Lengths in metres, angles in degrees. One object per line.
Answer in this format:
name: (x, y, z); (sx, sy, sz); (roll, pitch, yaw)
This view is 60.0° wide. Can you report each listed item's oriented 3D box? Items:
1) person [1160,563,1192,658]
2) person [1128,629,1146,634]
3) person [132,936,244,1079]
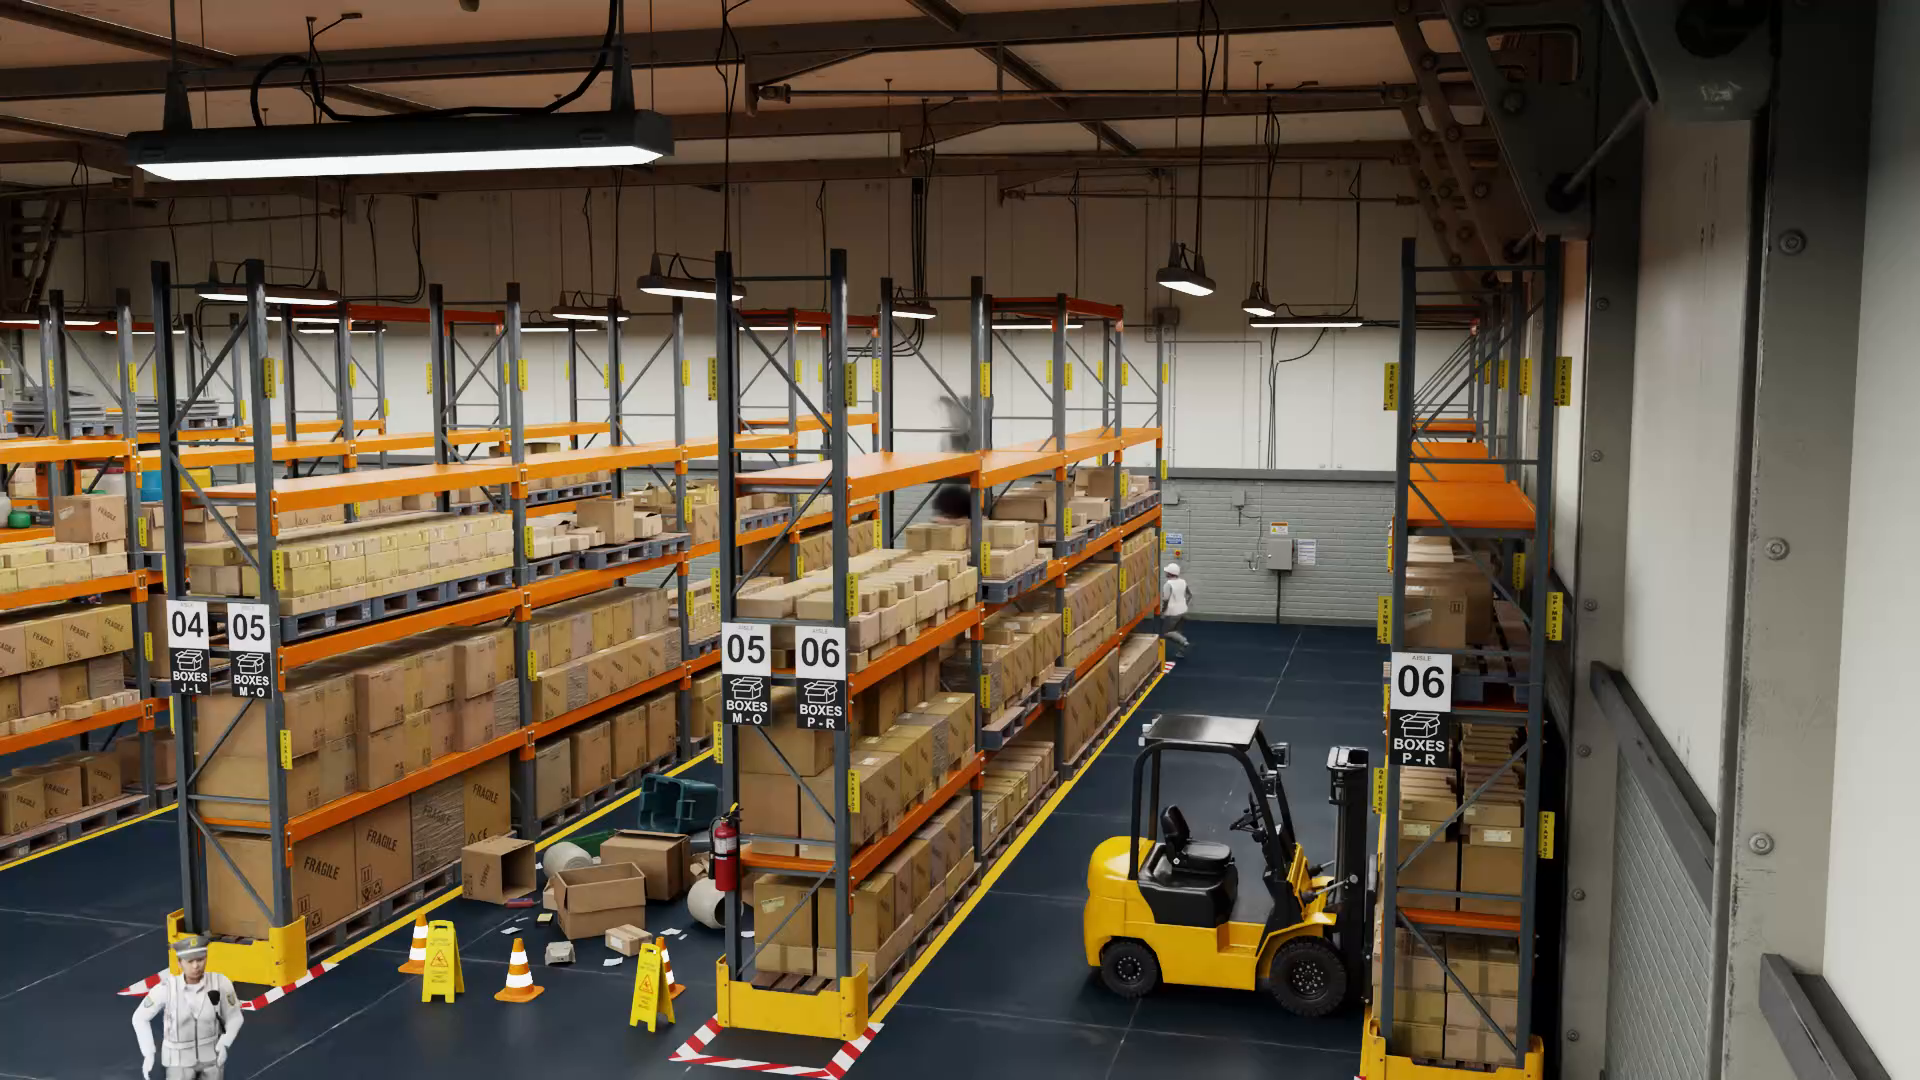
person: (3.772, 1.258, 29.056); (0.701, 1.707, 0.552); (-4, 7, -35)
person: (2.841, 1.251, 29.232); (0.918, 1.679, 0.711); (1, 6, 8)
person: (-4.765, 3.251, 10.348); (0.599, 1.640, 0.633); (-5, 8, -37)
